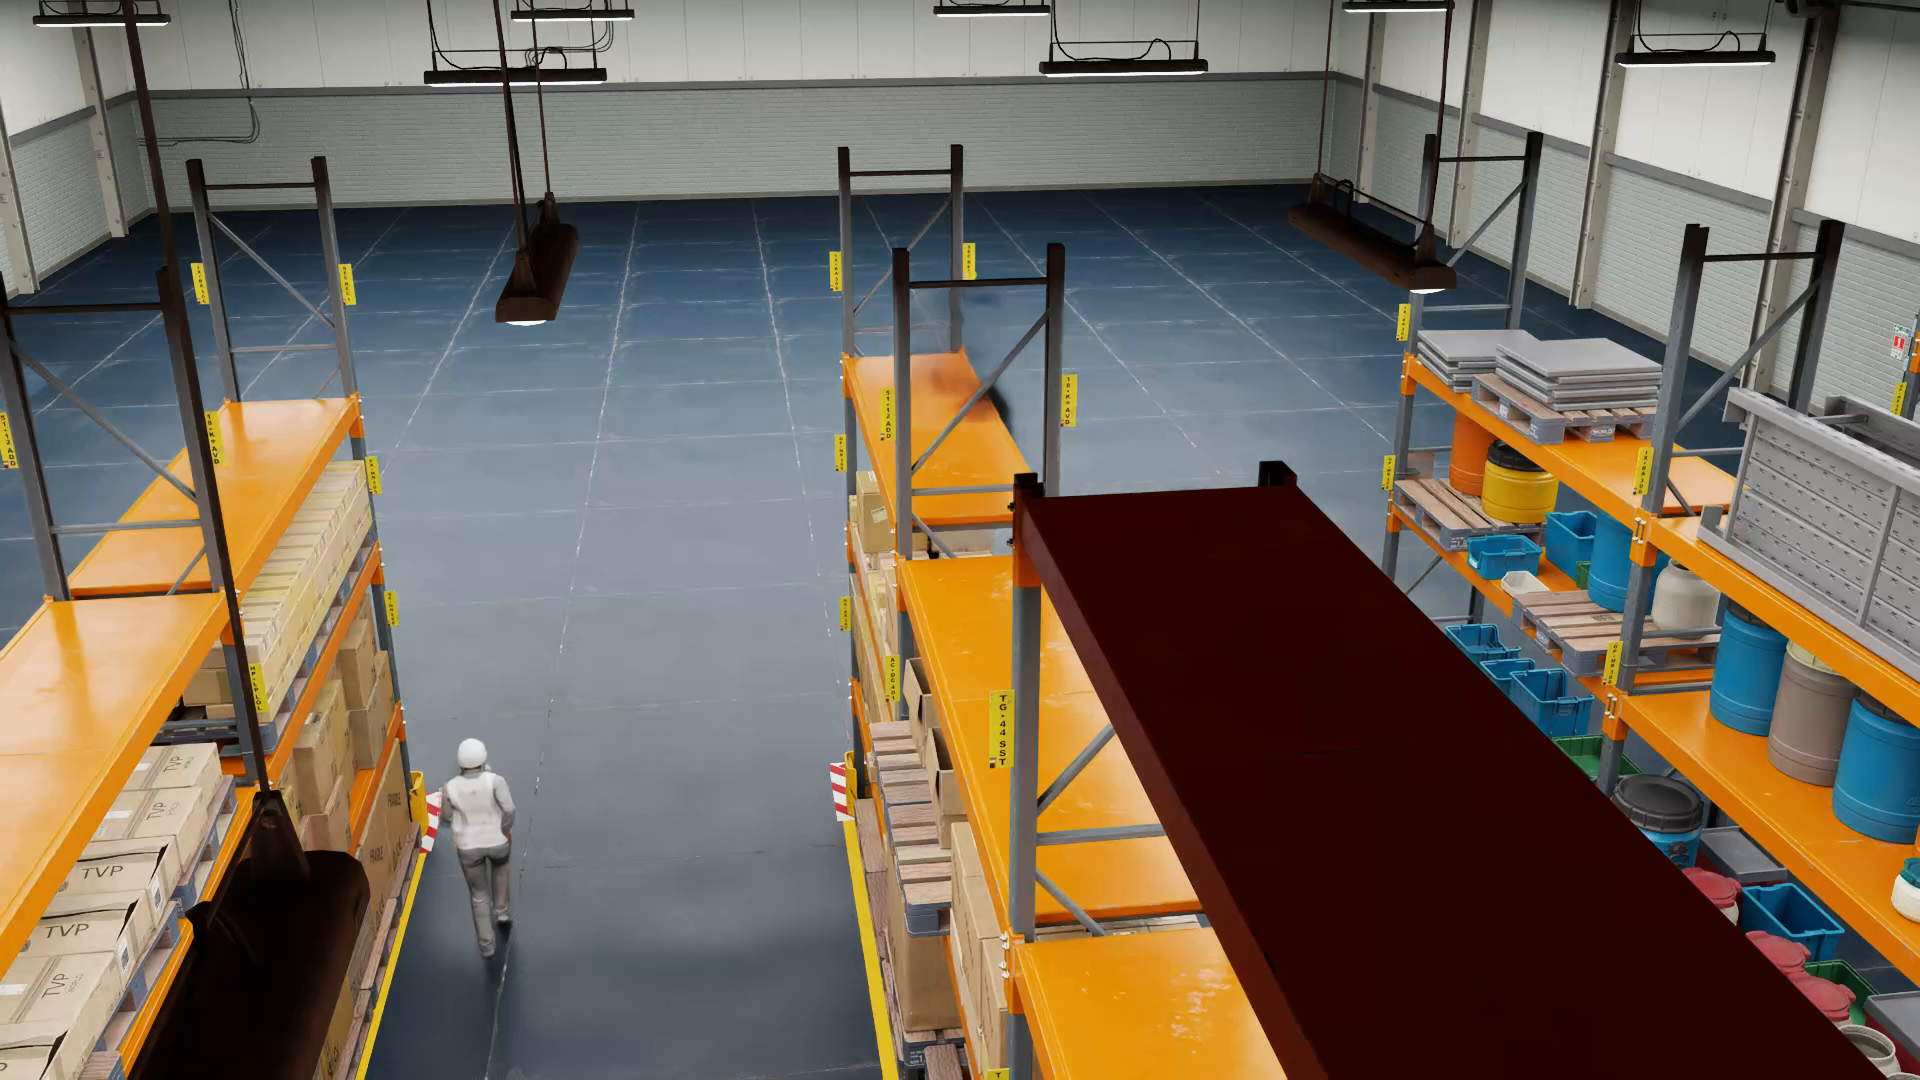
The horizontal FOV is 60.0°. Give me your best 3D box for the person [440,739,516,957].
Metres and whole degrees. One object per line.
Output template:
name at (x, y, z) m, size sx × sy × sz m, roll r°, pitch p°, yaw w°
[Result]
person at (-3.790, 2.417, 13.179) m, size 0.574 × 1.811 × 0.847 m, roll -7°, pitch 23°, yaw -17°
